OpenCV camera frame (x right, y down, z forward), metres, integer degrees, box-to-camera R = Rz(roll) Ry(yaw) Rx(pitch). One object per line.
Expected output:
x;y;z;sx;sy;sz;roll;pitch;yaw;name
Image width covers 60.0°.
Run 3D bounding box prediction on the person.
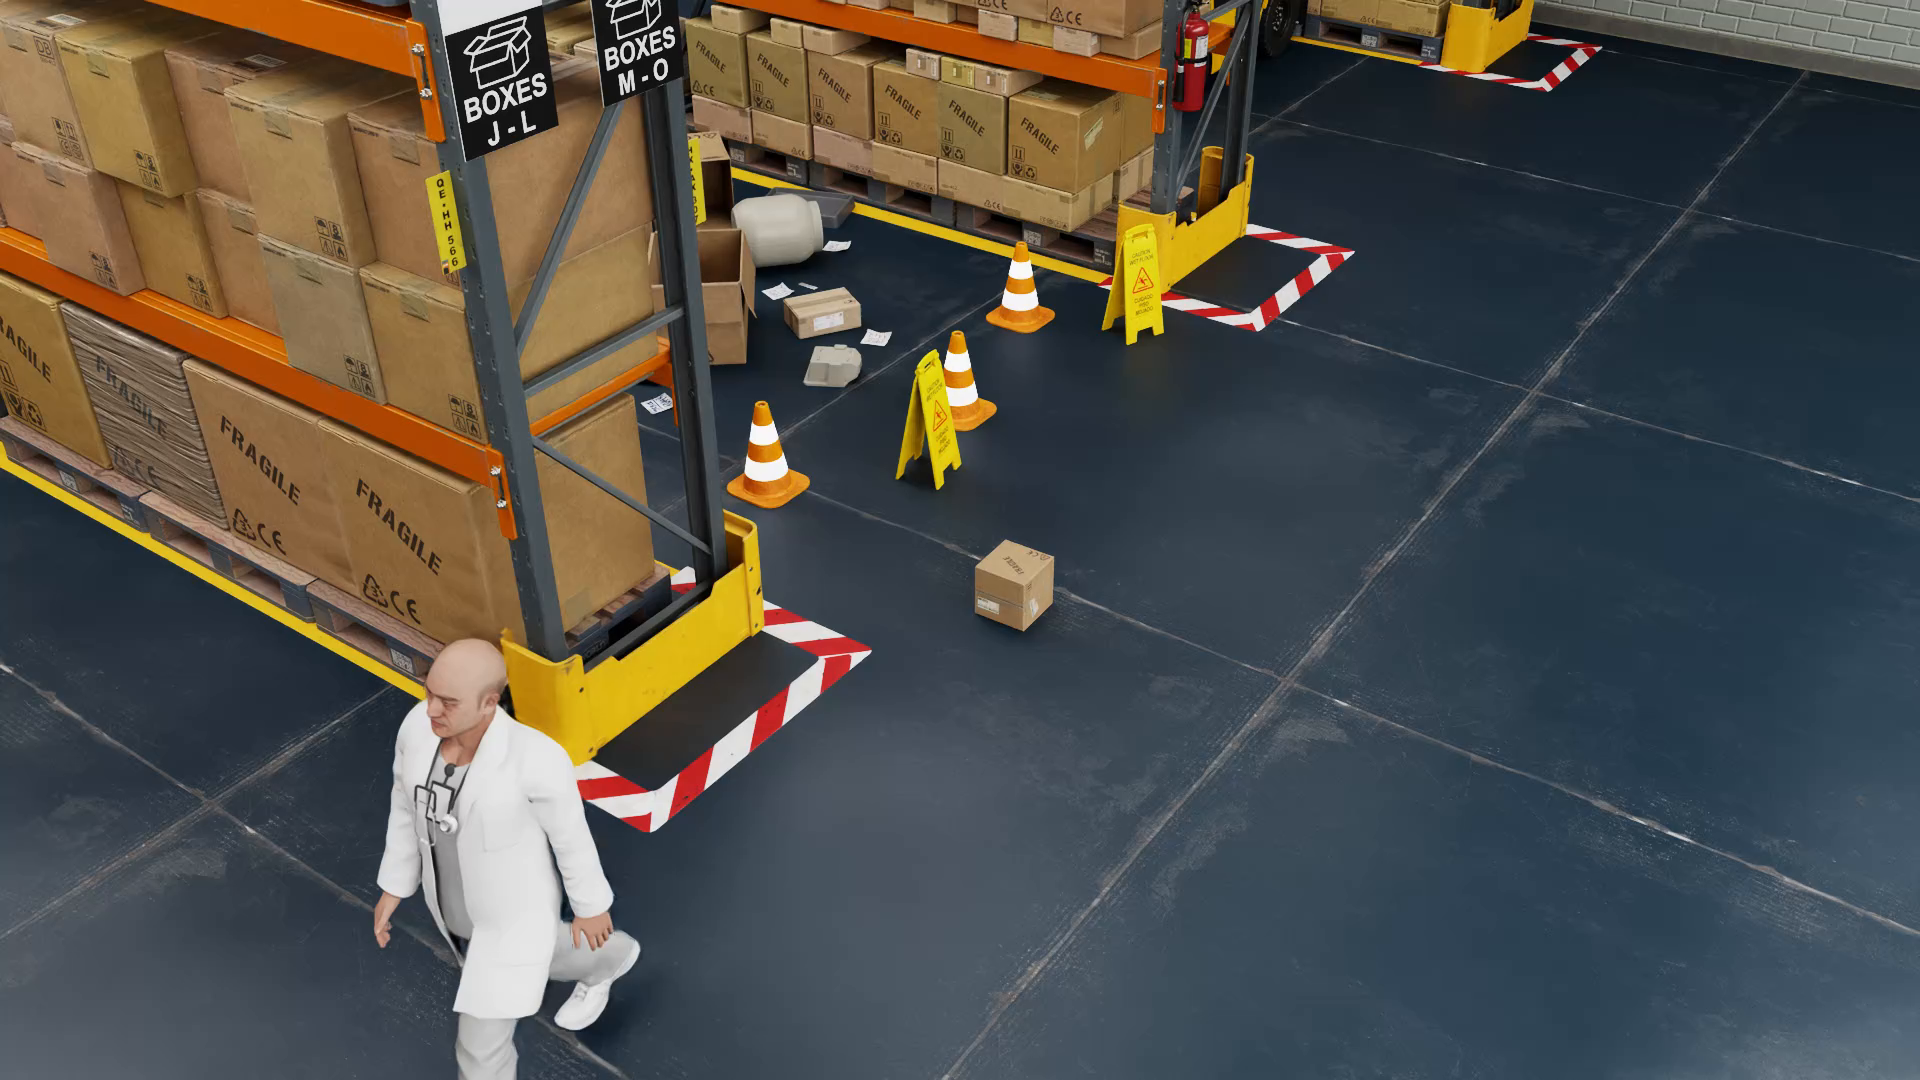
-1.318;1.004;4.673;0.612;1.730;1.113;18;38;25;person
